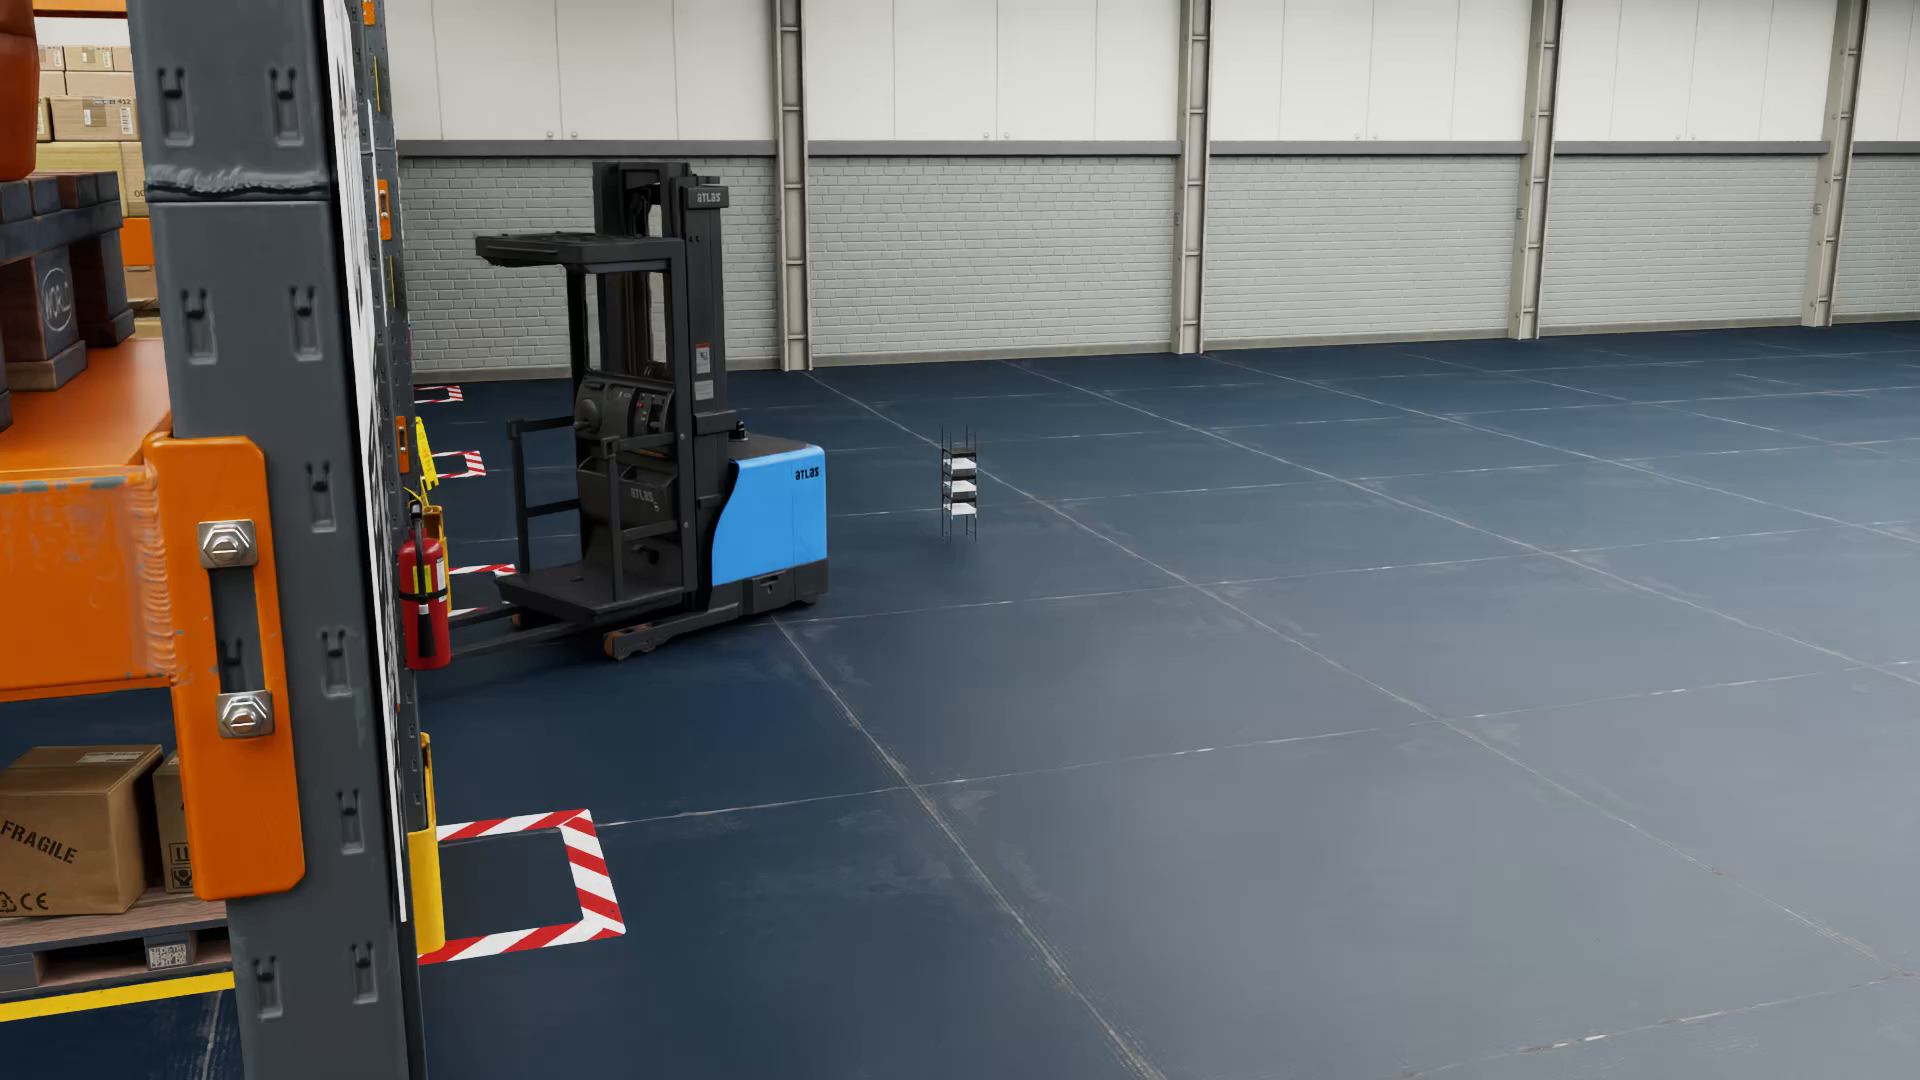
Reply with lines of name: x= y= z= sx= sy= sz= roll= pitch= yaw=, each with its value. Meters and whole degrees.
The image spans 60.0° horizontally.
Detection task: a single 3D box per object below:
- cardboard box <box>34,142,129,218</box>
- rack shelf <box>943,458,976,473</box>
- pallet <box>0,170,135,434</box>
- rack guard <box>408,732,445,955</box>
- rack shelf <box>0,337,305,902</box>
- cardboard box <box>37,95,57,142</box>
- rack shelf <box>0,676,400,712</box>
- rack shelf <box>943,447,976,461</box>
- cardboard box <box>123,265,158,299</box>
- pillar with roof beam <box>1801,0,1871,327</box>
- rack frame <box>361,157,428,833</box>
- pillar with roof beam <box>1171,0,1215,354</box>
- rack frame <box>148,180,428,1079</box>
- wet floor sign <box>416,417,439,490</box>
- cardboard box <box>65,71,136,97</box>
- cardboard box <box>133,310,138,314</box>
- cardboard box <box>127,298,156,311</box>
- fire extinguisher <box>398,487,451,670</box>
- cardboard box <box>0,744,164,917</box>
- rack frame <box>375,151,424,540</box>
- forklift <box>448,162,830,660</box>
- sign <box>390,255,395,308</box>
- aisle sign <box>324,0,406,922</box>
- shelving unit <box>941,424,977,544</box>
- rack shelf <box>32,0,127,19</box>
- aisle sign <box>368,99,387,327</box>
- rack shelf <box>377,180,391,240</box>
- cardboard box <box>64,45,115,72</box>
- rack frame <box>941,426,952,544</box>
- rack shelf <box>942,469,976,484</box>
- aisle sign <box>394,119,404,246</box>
cardboard box: x=-3.121 y=-1.245 z=5.735 sx=0.500 sy=0.250 sz=0.500 roll=-4 pitch=14 yaw=-18
rack shelf: x=-0.008 y=-0.580 z=13.002 sx=0.200 sy=0.077 sz=0.258 roll=-4 pitch=14 yaw=-18
pallet: x=-1.508 y=-0.229 z=1.548 sx=1.213 sy=0.211 sz=1.003 roll=-4 pitch=14 yaw=-18
rack guard: x=-2.345 y=1.235 z=6.872 sx=0.348 sy=0.500 sz=1.175 roll=-4 pitch=14 yaw=-18
rack shelf: x=-2.589 y=0.137 z=1.155 sx=4.000 sy=0.370 sz=1.077 roll=-4 pitch=14 yaw=-18
cardboard box: x=-3.175 y=-1.417 z=5.598 sx=0.250 sy=0.149 sz=0.380 roll=-4 pitch=14 yaw=-18
rack shelf: x=-4.168 y=0.510 z=6.069 sx=4.000 sy=0.370 sz=1.077 roll=-4 pitch=14 yaw=-18
rack shelf: x=-0.008 y=-0.667 z=12.981 sx=0.200 sy=0.077 sz=0.258 roll=-4 pitch=14 yaw=-18
cardboard box: x=-5.189 y=-1.589 z=10.685 sx=0.550 sy=0.550 sz=0.875 roll=-4 pitch=14 yaw=-18
pillar with roof beam: x=16.152 y=-7.141 z=23.718 sx=0.400 sy=9.000 sz=9.100 roll=-4 pitch=14 yaw=-18
rack frame: x=-2.273 y=0.013 z=6.607 sx=0.127 sy=3.000 sz=1.000 roll=-4 pitch=14 yaw=-18
pillar with roof beam: x=4.779 y=-6.255 z=19.994 sx=0.400 sy=9.000 sz=9.100 roll=-4 pitch=14 yaw=-18
rack frame: x=-0.693 y=1.099 z=2.040 sx=0.127 sy=3.000 sz=1.000 roll=-4 pitch=14 yaw=-18
wet floor sign: x=-4.912 y=-0.795 z=15.089 sx=0.232 sy=0.644 sz=0.267 roll=0 pitch=13 yaw=1
cardboard box: x=-5.084 y=-2.695 z=10.068 sx=0.500 sy=0.250 sz=0.500 roll=-5 pitch=14 yaw=-18
cardboard box: x=-3.187 y=-0.534 z=5.886 sx=0.500 sy=0.500 sz=0.500 roll=-4 pitch=14 yaw=-18
cardboard box: x=-3.357 y=-0.651 z=6.377 sx=0.500 sy=0.500 sz=0.500 roll=-4 pitch=14 yaw=-18
fire extinguisher: x=-2.017 y=0.143 z=6.226 sx=0.183 sy=0.674 sz=0.296 roll=-4 pitch=14 yaw=-18
cardboard box: x=-3.425 y=1.119 z=6.452 sx=0.500 sy=0.500 sz=0.500 roll=-1 pitch=13 yaw=-3
rack frame: x=-3.759 y=-1.082 z=11.211 sx=0.127 sy=3.000 sz=1.000 roll=-4 pitch=14 yaw=-18
forklift: x=-2.254 y=-0.833 z=10.309 sx=1.130 sy=2.935 sz=3.031 roll=12 pitch=18 yaw=41
sign: x=-3.599 y=-1.641 z=10.545 sx=0.005 sy=0.325 sz=0.100 roll=-4 pitch=14 yaw=-18
aisle sign: x=-0.530 y=-0.106 z=1.487 sx=0.004 sy=0.787 sz=0.394 roll=-4 pitch=14 yaw=-18
shelving unit: x=-0.008 y=-0.437 z=13.036 sx=0.210 sy=0.900 sz=0.258 roll=-4 pitch=14 yaw=-18
rack shelf: x=-7.329 y=-4.580 z=14.513 sx=4.000 sy=0.370 sz=1.077 roll=-4 pitch=14 yaw=-18
aisle sign: x=-2.118 y=-1.191 z=6.048 sx=0.004 sy=0.787 sz=0.394 roll=-4 pitch=14 yaw=-18
rack shelf: x=-5.654 y=-2.044 z=10.327 sx=4.000 sy=0.370 sz=1.077 roll=-4 pitch=14 yaw=-18
cardboard box: x=-5.175 y=-2.867 z=9.929 sx=0.250 sy=0.149 sz=0.380 roll=-5 pitch=14 yaw=-19
rack frame: x=-0.104 y=-0.430 z=13.005 sx=0.006 sy=0.900 sz=0.240 roll=-4 pitch=14 yaw=-18
rack shelf: x=-0.008 y=-0.492 z=13.023 sx=0.200 sy=0.077 sz=0.258 roll=-4 pitch=14 yaw=-18
aisle sign: x=-3.596 y=-2.287 z=10.656 sx=0.004 sy=0.787 sz=0.394 roll=-4 pitch=14 yaw=-18
